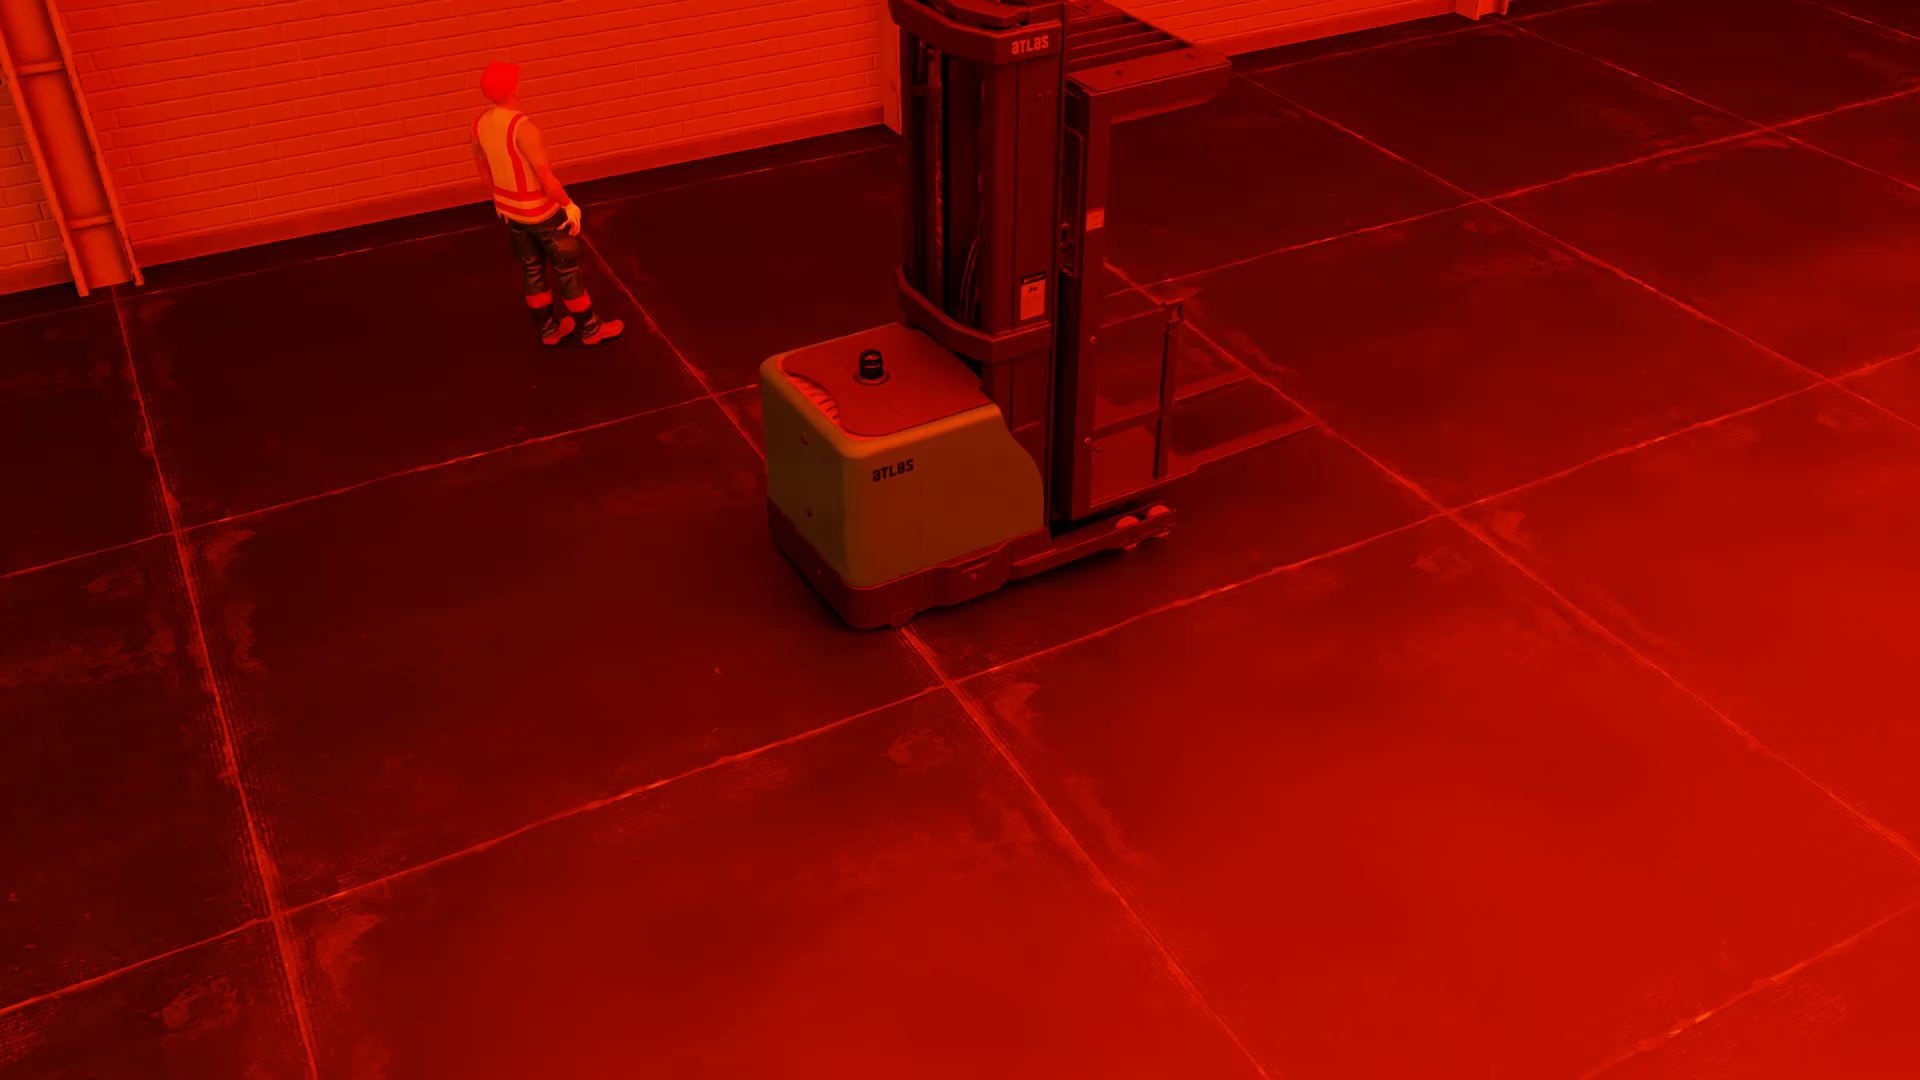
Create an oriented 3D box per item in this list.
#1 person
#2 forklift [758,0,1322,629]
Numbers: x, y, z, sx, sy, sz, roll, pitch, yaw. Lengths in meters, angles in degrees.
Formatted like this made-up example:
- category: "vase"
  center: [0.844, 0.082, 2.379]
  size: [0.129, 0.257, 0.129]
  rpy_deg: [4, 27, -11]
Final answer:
- category: "person"
  center: [-2.502, -2.009, 9.942]
  size: [0.639, 1.787, 0.565]
  rpy_deg: [19, 39, 24]
- category: "forklift"
  center: [0.540, -1.395, 8.096]
  size: [3.031, 2.935, 1.130]
  rpy_deg: [-19, 39, -25]
